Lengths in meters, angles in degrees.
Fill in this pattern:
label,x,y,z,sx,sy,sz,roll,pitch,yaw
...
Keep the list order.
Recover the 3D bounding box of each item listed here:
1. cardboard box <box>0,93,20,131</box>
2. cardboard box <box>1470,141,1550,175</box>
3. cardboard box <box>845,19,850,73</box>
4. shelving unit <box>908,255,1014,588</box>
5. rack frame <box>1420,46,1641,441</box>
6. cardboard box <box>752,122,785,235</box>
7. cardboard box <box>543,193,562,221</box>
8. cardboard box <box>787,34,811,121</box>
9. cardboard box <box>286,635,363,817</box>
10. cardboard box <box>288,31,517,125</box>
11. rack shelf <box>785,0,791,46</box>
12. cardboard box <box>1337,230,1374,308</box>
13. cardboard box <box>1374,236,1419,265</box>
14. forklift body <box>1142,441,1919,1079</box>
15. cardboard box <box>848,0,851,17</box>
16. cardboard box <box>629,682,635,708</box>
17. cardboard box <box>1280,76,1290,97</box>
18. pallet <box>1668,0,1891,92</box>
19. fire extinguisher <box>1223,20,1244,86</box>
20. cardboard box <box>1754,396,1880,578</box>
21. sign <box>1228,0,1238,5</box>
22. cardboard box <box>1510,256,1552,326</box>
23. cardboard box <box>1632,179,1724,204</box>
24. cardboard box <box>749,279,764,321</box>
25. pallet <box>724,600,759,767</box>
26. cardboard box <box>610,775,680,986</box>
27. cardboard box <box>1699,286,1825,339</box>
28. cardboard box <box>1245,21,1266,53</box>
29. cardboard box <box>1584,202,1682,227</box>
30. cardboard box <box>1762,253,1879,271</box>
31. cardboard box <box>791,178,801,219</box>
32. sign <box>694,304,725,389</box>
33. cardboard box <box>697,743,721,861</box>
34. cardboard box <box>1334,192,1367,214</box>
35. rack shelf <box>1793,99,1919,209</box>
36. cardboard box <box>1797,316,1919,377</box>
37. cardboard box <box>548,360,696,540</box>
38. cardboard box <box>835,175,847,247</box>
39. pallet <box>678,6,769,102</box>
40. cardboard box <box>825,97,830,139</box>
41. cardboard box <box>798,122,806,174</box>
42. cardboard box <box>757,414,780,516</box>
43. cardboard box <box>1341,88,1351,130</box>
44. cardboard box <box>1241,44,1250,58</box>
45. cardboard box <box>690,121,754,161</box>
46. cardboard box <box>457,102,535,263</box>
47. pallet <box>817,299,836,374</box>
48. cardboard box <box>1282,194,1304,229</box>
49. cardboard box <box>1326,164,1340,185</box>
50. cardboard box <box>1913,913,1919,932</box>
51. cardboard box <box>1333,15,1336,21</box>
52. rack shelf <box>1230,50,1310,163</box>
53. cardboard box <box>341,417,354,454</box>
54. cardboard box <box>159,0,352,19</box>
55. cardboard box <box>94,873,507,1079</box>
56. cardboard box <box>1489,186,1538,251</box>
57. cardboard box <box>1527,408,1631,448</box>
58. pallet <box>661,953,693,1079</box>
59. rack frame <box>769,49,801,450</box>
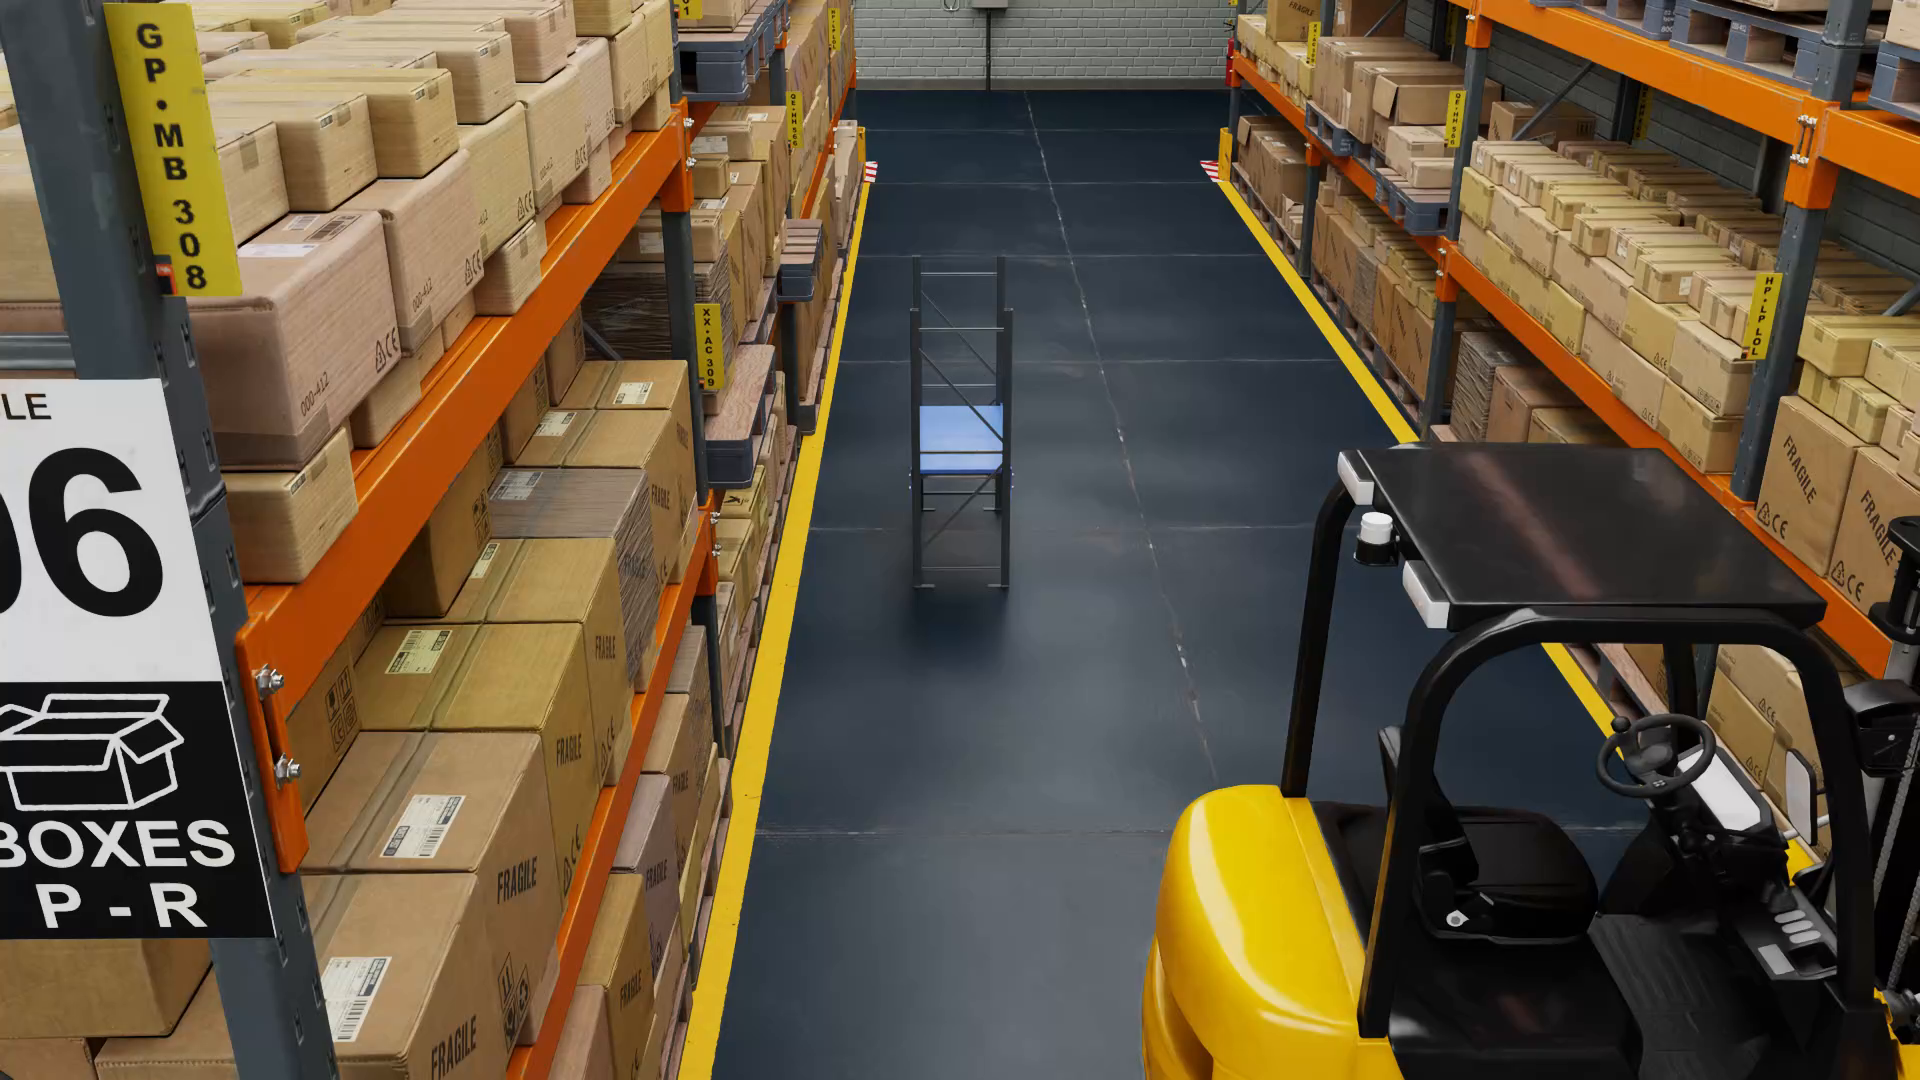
label,x,y,z,sx,sy,sz,roll,pitch,yaw
cardboard box,-1.710,-0.630,2.699,0.380,0.149,0.250,-1,24,-1
cardboard box,3.159,-2.193,9.551,0.380,0.149,0.250,0,24,1
cardboard box,-1.324,-4.687,15.851,0.500,0.500,0.500,0,24,1
shelving unit,0.001,-0.648,8.863,0.538,1.500,1.048,0,24,-1
rack frame,3.450,-1.985,9.999,1.000,3.000,0.127,0,24,-1
cardboard box,-1.213,-1.934,8.895,0.500,0.500,0.500,-1,24,-1
cardboard box,-1.246,-0.905,4.276,0.380,0.149,0.250,0,24,1
cardboard box,-1.279,-3.084,11.094,0.500,0.500,0.500,0,24,1
cardboard box,-1.648,0.281,3.294,0.700,0.500,0.500,0,24,0
cardboard box,-1.133,-0.948,3.403,0.380,0.149,0.250,0,24,1
rack shelf,-1.535,-3.824,11.298,1.077,0.370,4.000,0,24,-1
cardboard box,3.204,-2.060,12.689,0.500,0.500,0.500,-1,24,-2
cardboard box,3.205,-2.082,11.949,0.380,0.149,0.250,-1,24,-3
forklift body,1.693,0.925,4.594,2.313,2.155,1.214,0,24,-1
cardboard box,-1.322,-5.346,16.095,0.500,0.500,0.500,0,24,0
cardboard box,-1.174,0.457,4.904,0.380,0.149,0.250,-1,24,-1
cardboard box,3.093,-4.076,14.928,0.380,0.149,0.250,-1,24,-1
pallet,3.471,-1.980,6.579,0.805,0.209,1.217,-1,24,-3
fire extinguisher,2.899,-5.135,17.509,0.296,0.674,0.183,0,24,-1
cardboard box,3.238,-0.198,5.927,0.500,0.500,0.500,-1,24,-2
sign,2.821,-5.673,17.103,0.100,0.325,0.005,0,24,-1
cardboard box,3.224,-1.313,8.695,0.500,0.250,0.500,-1,24,-2
cardboard box,3.710,-1.770,8.614,0.380,0.149,0.250,0,24,-1
cardboard box,-1.146,-1.156,7.961,0.380,0.149,0.250,1,24,1
pallet,-1.479,0.637,7.585,1.003,0.211,1.213,0,24,-1
cardboard box,-1.180,1.069,5.162,0.500,0.500,0.500,1,24,2
cardboard box,3.247,-0.924,6.744,0.380,0.149,0.250,-1,24,-1
cardboard box,3.104,-4.953,16.381,0.500,0.250,0.500,0,24,0
cardboard box,3.283,-1.555,8.139,0.380,0.149,0.250,0,24,-1
cardboard box,3.729,-1.142,7.227,0.380,0.149,0.250,0,24,-1
cardboard box,-1.267,-2.095,10.425,0.500,0.250,0.500,-1,24,-1
sign,-0.927,-0.713,6.135,0.100,0.325,0.005,0,24,-1
cardboard box,-1.194,0.991,6.246,0.500,0.250,0.500,1,24,2
cardboard box,3.225,-2.718,13.357,0.380,0.149,0.250,-1,24,-2
rack shelf,3.516,-0.551,4.062,1.077,0.370,4.000,0,24,-1
cardboard box,3.201,-0.681,5.845,0.380,0.149,0.250,0,24,1
cardboard box,-1.216,-0.312,5.817,0.500,0.500,0.500,-1,24,-2
cardboard box,-1.456,-2.892,14.605,0.875,0.438,0.875,-1,24,-1
pallet,-1.369,-1.849,6.286,1.213,0.211,1.003,0,24,-1
cardboard box,-1.300,-3.357,13.215,0.500,0.250,0.500,-1,24,-2
cardboard box,-1.276,-2.543,10.809,0.500,0.250,0.500,0,24,1
cardboard box,-1.501,-0.418,9.214,0.950,0.372,0.625,-1,24,-2
cardboard box,3.038,-3.189,12.314,0.396,0.266,0.258,1,24,2
cardboard box,3.092,-5.030,17.037,0.380,0.149,0.250,0,24,-1
cardboard box,-1.213,-1.956,8.156,0.380,0.149,0.250,-1,24,-3
cardboard box,-1.191,-0.727,3.399,0.500,0.250,0.500,0,24,1
pallet,-1.457,-1.517,12.348,1.003,0.211,1.213,0,24,-1
cardboard box,3.103,-2.954,14.950,0.396,0.266,0.258,1,24,1
cardboard box,3.205,-2.968,13.548,0.380,0.149,0.250,-1,24,-1
cardboard box,3.192,1.113,5.370,0.500,0.250,0.500,0,24,-1
cardboard box,3.634,-5.160,16.840,0.500,0.250,0.500,0,24,1
rack shelf,3.385,-4.129,15.613,1.077,0.370,4.000,0,24,-1
cardboard box,-1.197,-0.163,2.635,0.380,0.149,0.250,-1,24,-2
cardboard box,-1.723,-1.261,4.095,0.380,0.149,0.250,-1,24,-1
cardboard box,-1.153,0.958,3.009,0.500,0.500,0.500,-1,24,-1
cardboard box,3.215,-1.754,9.064,0.500,0.250,0.500,0,24,1
cardboard box,3.466,-0.290,8.624,0.875,0.625,0.625,-1,24,-3
pallet,-1.410,1.738,5.150,1.003,0.211,1.213,0,24,-1
rack frame,-1.513,-1.961,9.946,1.000,3.000,0.127,0,24,-1
